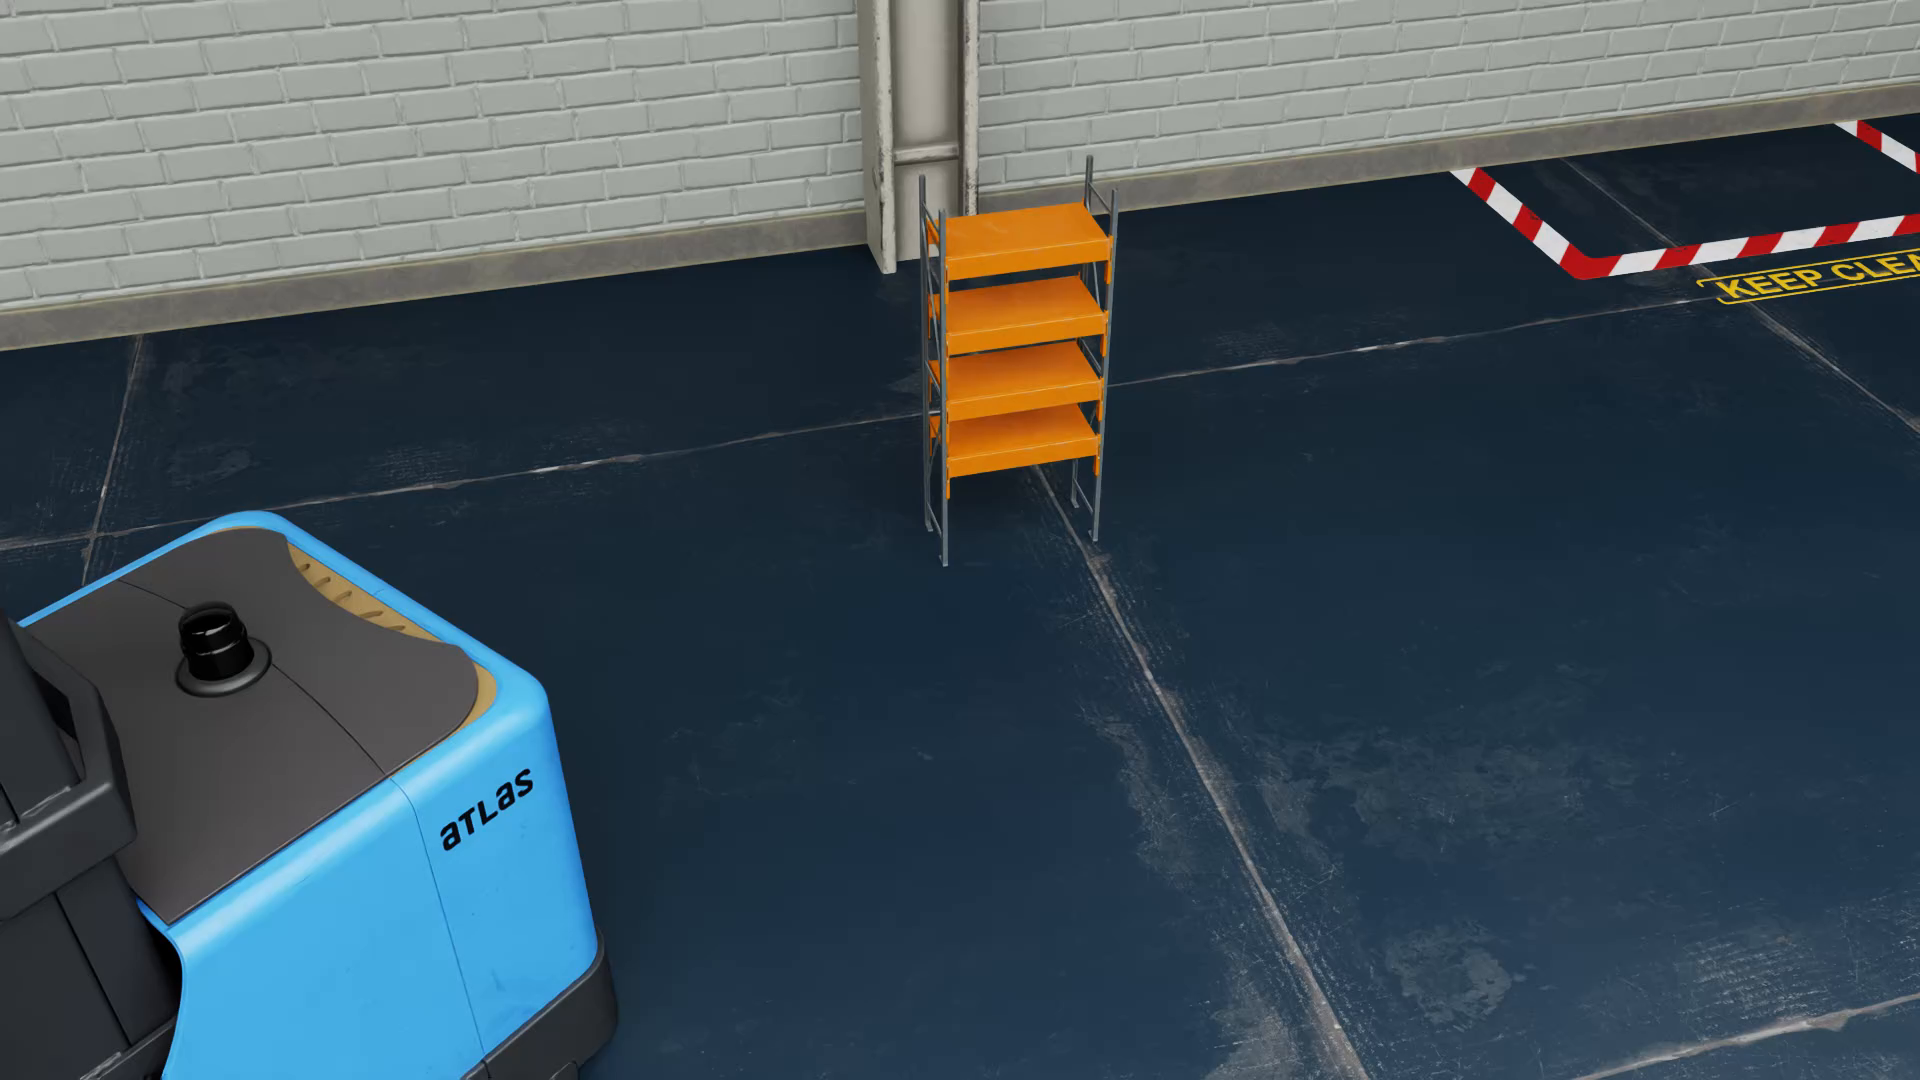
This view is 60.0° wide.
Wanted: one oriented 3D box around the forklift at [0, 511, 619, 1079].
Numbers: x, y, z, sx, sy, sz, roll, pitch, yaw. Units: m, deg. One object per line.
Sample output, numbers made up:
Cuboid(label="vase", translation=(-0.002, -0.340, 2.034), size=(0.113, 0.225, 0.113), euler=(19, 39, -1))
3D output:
Cuboid(label="forklift", translation=(-2.072, 0.484, 2.205), size=(1.130, 2.935, 3.031), euler=(26, 44, 29))

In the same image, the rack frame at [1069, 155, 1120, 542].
Cuboid(label="rack frame", translation=(0.395, -0.541, 4.970), size=(0.015, 1.200, 0.240), euler=(-9, 38, -12))

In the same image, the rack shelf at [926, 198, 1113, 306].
Cuboid(label="rack shelf", translation=(0.160, -0.815, 4.681), size=(0.480, 0.148, 0.258), euler=(-9, 38, -12))

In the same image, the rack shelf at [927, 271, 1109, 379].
Cuboid(label="rack shelf", translation=(0.160, -0.627, 4.825), size=(0.480, 0.148, 0.258), euler=(-9, 38, -12))

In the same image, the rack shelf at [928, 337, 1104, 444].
Cuboid(label="rack shelf", translation=(0.160, -0.449, 4.961), size=(0.480, 0.148, 0.258), euler=(-9, 38, -12))

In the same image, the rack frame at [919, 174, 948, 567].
Cuboid(label="rack frame", translation=(-0.076, -0.464, 4.869), size=(0.015, 1.200, 0.240), euler=(-9, 38, -12))

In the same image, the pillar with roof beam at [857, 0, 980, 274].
Cuboid(label="pillar with roof beam", translation=(0.965, -2.233, 0.762), size=(0.400, 9.000, 9.100), euler=(-9, 38, -12))

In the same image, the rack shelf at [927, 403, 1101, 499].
Cuboid(label="rack shelf", translation=(0.160, -0.292, 5.081), size=(0.480, 0.148, 0.258), euler=(-9, 38, -12))

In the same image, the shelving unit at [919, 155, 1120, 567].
Cuboid(label="shelving unit", translation=(0.160, -0.503, 4.920), size=(0.503, 1.200, 0.258), euler=(-9, 38, -12))
